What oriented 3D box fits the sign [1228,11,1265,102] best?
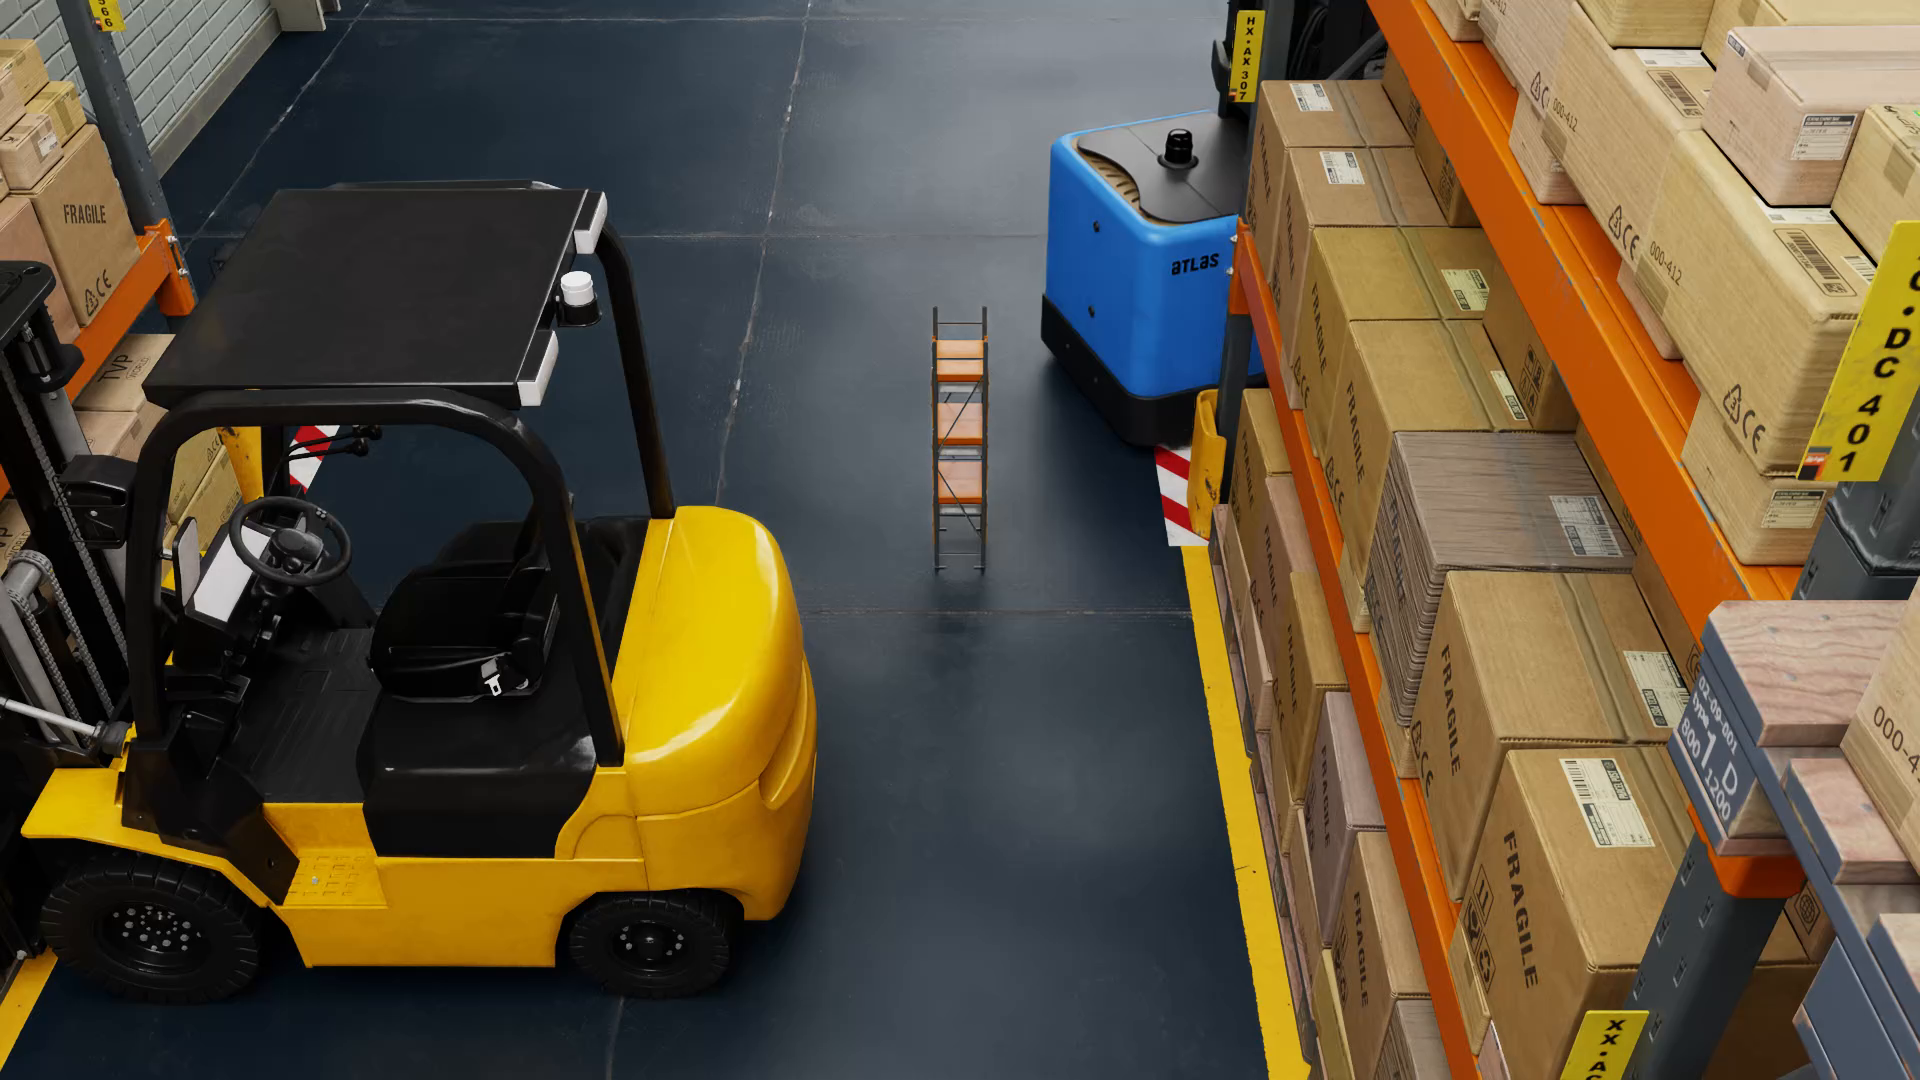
[{"bbox_3d":[0.992,-1.667,5.739,0.100,0.325,0.005,0,39,0],"label":"sign"}]

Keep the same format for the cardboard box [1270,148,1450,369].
[{"bbox_3d":[1.262,-0.864,5.112,0.500,0.500,0.500,1,39,1],"label":"cardboard box"}]

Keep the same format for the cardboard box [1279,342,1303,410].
[{"bbox_3d":[1.216,-0.536,5.221,0.380,0.149,0.250,1,39,1],"label":"cardboard box"}]

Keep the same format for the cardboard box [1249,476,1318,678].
[{"bbox_3d":[1.265,0.134,5.448,0.500,0.500,0.500,-1,39,-2],"label":"cardboard box"}]

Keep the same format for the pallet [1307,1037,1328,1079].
[{"bbox_3d":[1.503,1.840,4.285,1.003,0.211,1.213,0,39,0],"label":"pallet"}]

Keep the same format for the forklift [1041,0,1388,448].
[{"bbox_3d":[1.951,-2.123,7.055,3.031,2.935,1.130,-14,41,-17],"label":"forklift"}]

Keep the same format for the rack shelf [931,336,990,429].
[{"bbox_3d":[0.000,-0.589,6.209,0.215,0.259,0.240,0,39,0],"label":"rack shelf"}]

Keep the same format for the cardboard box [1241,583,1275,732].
[{"bbox_3d":[1.252,0.404,5.711,0.500,0.250,0.500,1,39,2],"label":"cardboard box"}]

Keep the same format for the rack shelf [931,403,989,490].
[{"bbox_3d":[0.000,-0.368,6.387,0.215,0.259,0.240,0,39,0],"label":"rack shelf"}]

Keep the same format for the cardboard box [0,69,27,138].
[{"bbox_3d":[-3.186,-1.354,5.204,0.380,0.149,0.250,0,39,0],"label":"cardboard box"}]

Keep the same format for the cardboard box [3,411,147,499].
[{"bbox_3d":[-3.110,-0.198,5.661,0.500,0.250,0.500,1,39,1],"label":"cardboard box"}]

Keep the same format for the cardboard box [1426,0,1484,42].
[{"bbox_3d":[1.257,-1.221,3.678,0.380,0.149,0.250,-1,39,-1],"label":"cardboard box"}]

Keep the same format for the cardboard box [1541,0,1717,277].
[{"bbox_3d":[1.268,-0.648,2.643,0.500,0.250,0.500,-1,39,-1],"label":"cardboard box"}]

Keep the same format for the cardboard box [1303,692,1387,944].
[{"bbox_3d":[1.266,0.782,4.639,0.500,0.500,0.500,2,39,2],"label":"cardboard box"}]

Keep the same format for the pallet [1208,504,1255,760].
[{"bbox_3d":[1.500,0.314,6.189,1.003,0.211,1.213,0,39,0],"label":"pallet"}]

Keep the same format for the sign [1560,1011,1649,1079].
[{"bbox_3d":[0.997,0.839,2.612,0.100,0.325,0.005,0,39,0],"label":"sign"}]

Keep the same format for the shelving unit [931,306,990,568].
[{"bbox_3d":[0.000,-0.376,6.380,0.215,1.050,0.252,0,39,0],"label":"shelving unit"}]

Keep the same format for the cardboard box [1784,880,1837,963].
[{"bbox_3d":[1.756,0.351,2.795,0.700,0.500,0.500,0,39,-1],"label":"cardboard box"}]

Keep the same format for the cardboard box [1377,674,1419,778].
[{"bbox_3d":[1.230,0.434,4.011,0.380,0.149,0.250,-1,39,-1],"label":"cardboard box"}]

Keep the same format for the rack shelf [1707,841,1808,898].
[{"bbox_3d":[1.542,1.533,0.615,1.077,0.370,4.000,0,39,0],"label":"rack shelf"}]

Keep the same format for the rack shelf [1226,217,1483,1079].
[{"bbox_3d":[1.537,0.202,4.675,1.077,0.370,4.000,0,39,0],"label":"rack shelf"}]

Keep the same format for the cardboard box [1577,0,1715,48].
[{"bbox_3d":[1.201,-0.897,2.635,0.380,0.149,0.250,1,39,1],"label":"cardboard box"}]

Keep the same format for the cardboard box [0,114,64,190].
[{"bbox_3d":[-3.118,-1.239,5.299,0.380,0.149,0.250,1,39,1],"label":"cardboard box"}]

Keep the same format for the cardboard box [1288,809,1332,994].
[{"bbox_3d":[1.263,1.061,4.891,0.500,0.250,0.500,1,39,1],"label":"cardboard box"}]

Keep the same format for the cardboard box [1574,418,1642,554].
[{"bbox_3d":[1.803,-0.282,3.586,0.700,0.500,0.500,-1,39,-1],"label":"cardboard box"}]

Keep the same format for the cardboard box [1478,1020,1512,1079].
[{"bbox_3d":[1.234,1.069,3.218,0.380,0.149,0.250,0,39,-1],"label":"cardboard box"}]

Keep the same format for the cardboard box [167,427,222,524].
[{"bbox_3d":[-3.116,-0.305,6.196,0.500,0.250,0.500,0,39,-1],"label":"cardboard box"}]

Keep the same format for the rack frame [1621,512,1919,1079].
[{"bbox_3d":[1.539,1.172,2.889,1.000,3.000,0.127,0,39,0],"label":"rack frame"}]

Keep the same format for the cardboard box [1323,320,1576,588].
[{"bbox_3d":[1.272,-0.228,4.317,0.500,0.500,0.500,-1,39,-1],"label":"cardboard box"}]

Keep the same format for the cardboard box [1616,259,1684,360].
[{"bbox_3d":[1.297,-0.416,2.672,0.380,0.149,0.250,0,39,0],"label":"cardboard box"}]

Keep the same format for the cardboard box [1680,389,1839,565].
[{"bbox_3d":[1.233,-0.098,2.276,0.380,0.149,0.250,0,39,0],"label":"cardboard box"}]

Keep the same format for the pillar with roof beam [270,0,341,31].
[{"bbox_3d":[-0.031,-6.984,8.269,9.100,9.000,0.400,0,39,0],"label":"pillar with roof beam"}]

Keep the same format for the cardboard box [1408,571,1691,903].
[{"bbox_3d":[1.283,0.417,3.513,0.500,0.500,0.500,1,39,1],"label":"cardboard box"}]

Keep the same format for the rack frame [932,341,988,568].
[{"bbox_3d":[0.000,-0.300,6.285,0.200,1.050,0.008,0,39,0],"label":"rack frame"}]

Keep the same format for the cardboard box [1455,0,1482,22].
[{"bbox_3d":[1.266,-1.284,3.438,0.500,0.250,0.500,1,39,1],"label":"cardboard box"}]

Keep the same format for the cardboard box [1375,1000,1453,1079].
[{"bbox_3d":[1.270,1.419,3.844,0.500,0.500,0.500,-1,39,-1],"label":"cardboard box"}]

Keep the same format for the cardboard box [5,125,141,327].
[{"bbox_3d":[-3.166,-1.055,5.588,0.500,0.500,0.500,-1,39,-1],"label":"cardboard box"}]

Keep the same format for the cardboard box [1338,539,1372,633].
[{"bbox_3d":[1.223,0.113,4.411,0.380,0.149,0.250,0,39,0],"label":"cardboard box"}]

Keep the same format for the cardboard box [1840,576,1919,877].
[{"bbox_3d":[1.139,0.262,1.410,0.500,0.250,0.500,-1,39,-1],"label":"cardboard box"}]

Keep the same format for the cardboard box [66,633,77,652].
[{"bbox_3d":[-3.104,0.331,5.401,0.500,0.250,0.500,-1,39,-1],"label":"cardboard box"}]

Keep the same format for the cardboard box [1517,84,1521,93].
[{"bbox_3d":[1.331,-0.903,3.281,0.380,0.149,0.250,1,39,1],"label":"cardboard box"}]

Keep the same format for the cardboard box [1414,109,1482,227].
[{"bbox_3d":[1.747,-1.239,4.780,0.700,0.500,0.500,0,39,0],"label":"cardboard box"}]

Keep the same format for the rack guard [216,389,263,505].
[{"bbox_3d":[-3.429,-0.363,6.803,1.175,0.500,0.348,0,39,0],"label":"rack guard"}]

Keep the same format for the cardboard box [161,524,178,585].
[{"bbox_3d":[-3.121,0.190,5.977,0.500,0.250,0.500,0,39,0],"label":"cardboard box"}]

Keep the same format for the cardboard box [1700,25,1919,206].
[{"bbox_3d":[1.244,-0.572,2.230,0.380,0.149,0.250,-1,39,-1],"label":"cardboard box"}]

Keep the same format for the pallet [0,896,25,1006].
[{"bbox_3d":[-3.388,1.004,5.328,1.003,0.211,1.213,0,39,0],"label":"pallet"}]

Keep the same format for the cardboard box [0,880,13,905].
[{"bbox_3d":[-3.126,1.145,4.785,0.500,0.250,0.500,1,39,1],"label":"cardboard box"}]

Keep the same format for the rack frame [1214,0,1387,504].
[{"bbox_3d":[1.535,-1.329,6.010,1.000,3.000,0.127,0,39,0],"label":"rack frame"}]
